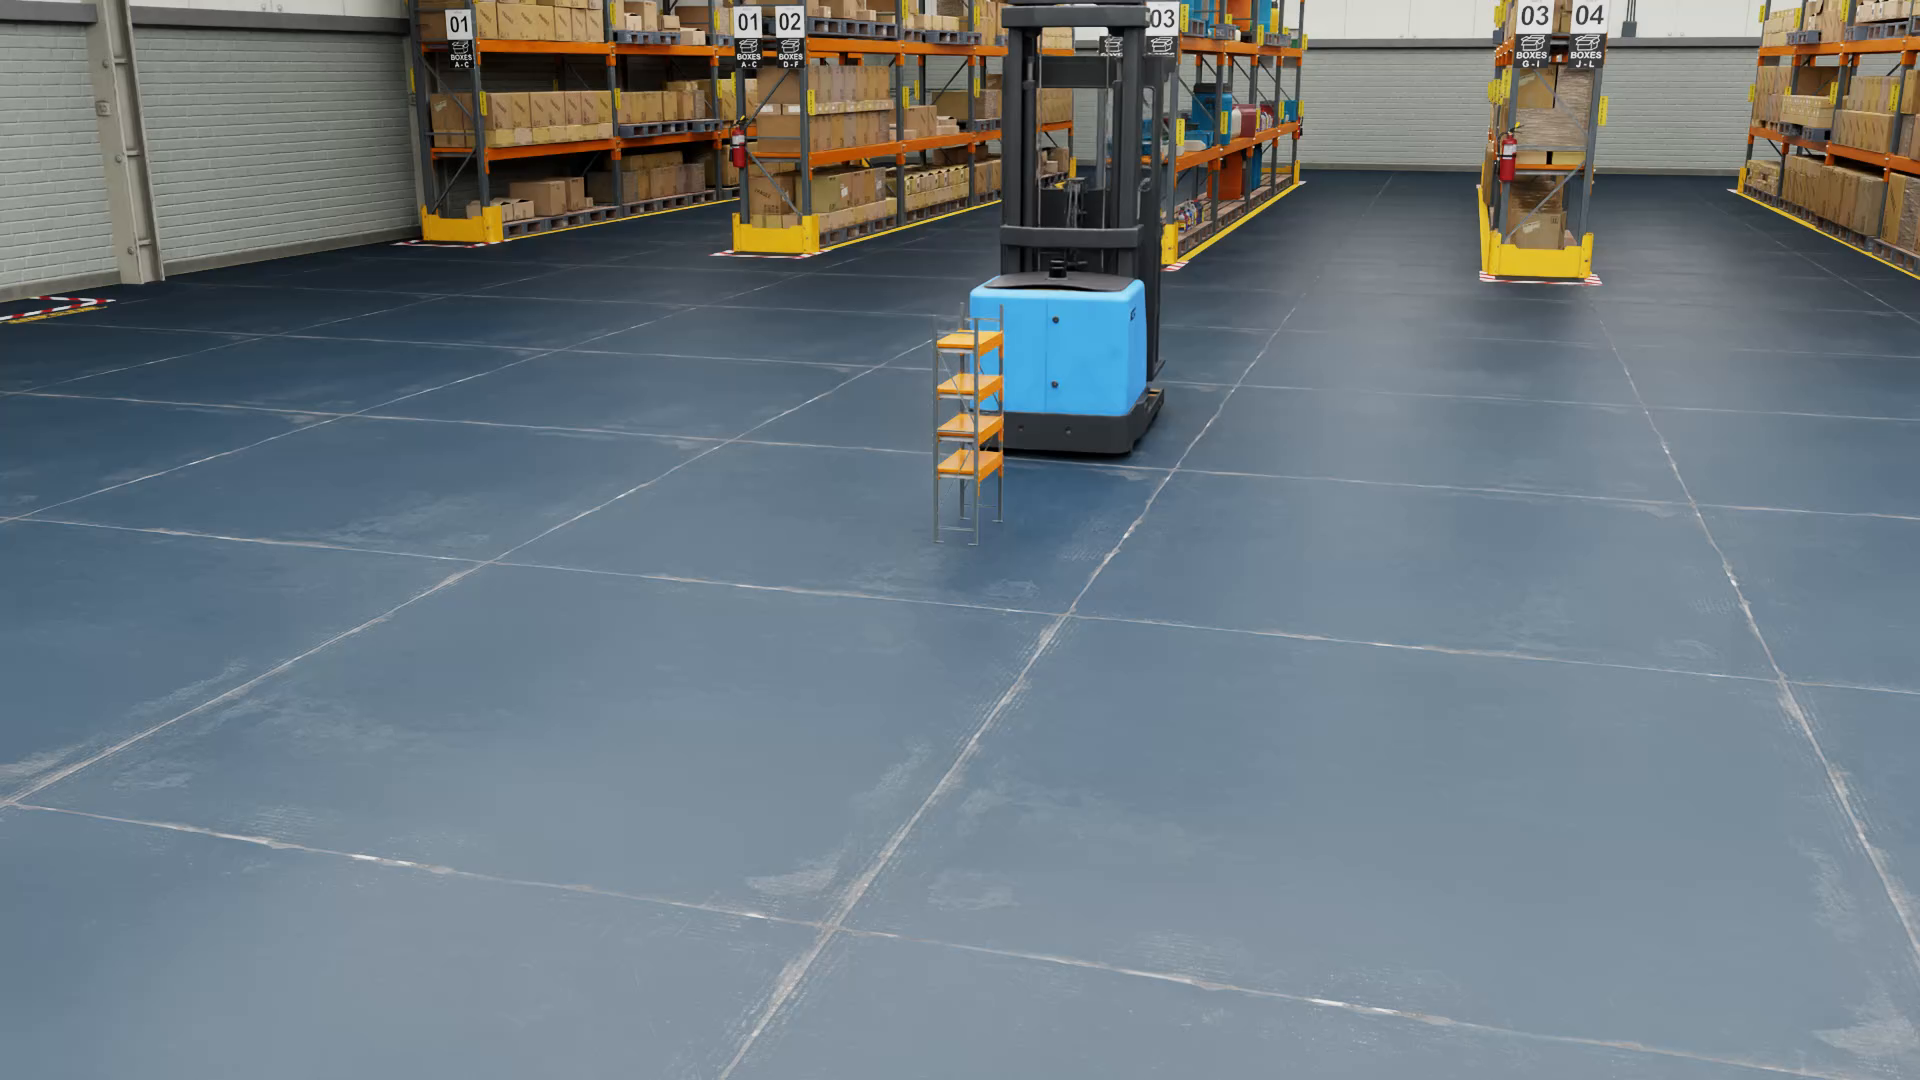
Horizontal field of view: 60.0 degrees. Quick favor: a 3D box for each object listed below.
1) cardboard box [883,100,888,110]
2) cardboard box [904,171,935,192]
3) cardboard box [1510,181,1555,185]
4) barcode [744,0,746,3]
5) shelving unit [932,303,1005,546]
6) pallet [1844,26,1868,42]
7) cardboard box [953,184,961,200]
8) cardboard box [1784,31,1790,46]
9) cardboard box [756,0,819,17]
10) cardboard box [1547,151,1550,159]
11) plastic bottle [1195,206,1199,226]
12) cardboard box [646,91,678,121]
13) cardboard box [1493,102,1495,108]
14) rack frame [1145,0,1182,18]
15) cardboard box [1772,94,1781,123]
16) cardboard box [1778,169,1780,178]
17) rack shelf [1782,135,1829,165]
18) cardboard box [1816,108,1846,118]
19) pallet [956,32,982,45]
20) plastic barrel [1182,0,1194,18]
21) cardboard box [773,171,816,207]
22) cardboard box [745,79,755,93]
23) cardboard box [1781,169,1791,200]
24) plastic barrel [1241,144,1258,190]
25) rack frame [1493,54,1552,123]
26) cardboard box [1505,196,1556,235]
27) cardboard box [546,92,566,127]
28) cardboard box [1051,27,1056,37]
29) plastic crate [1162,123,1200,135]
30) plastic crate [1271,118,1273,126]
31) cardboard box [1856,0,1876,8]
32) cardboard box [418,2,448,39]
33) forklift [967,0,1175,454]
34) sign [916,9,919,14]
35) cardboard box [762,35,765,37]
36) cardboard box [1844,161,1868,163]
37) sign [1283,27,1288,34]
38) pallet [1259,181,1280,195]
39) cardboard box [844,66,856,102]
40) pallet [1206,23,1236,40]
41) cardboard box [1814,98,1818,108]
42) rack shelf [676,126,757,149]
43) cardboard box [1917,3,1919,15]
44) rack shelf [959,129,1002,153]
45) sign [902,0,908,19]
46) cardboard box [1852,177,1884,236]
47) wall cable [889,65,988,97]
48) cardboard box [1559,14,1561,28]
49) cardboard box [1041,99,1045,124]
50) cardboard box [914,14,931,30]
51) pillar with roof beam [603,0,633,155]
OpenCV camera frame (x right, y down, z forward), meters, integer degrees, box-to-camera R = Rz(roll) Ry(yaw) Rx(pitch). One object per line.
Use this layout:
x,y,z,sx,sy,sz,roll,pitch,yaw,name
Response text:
-1.318,-6.666,25.462,0.380,0.149,0.250,4,16,15,cardboard box
-0.724,-5.962,27.594,0.500,0.311,0.500,4,16,14,cardboard box
8.789,-5.273,25.697,0.700,0.500,0.500,6,17,21,cardboard box
-2.887,-7.250,22.333,0.001,0.075,0.075,5,16,16,barcode
0.047,-0.621,8.818,0.258,1.200,0.503,5,16,16,shelving unit
13.854,-7.504,24.638,1.213,0.211,1.003,5,17,18,pallet
-0.296,-6.092,29.080,0.500,0.250,0.500,4,16,15,cardboard box
15.157,-9.021,29.914,0.500,0.250,0.500,5,16,16,cardboard box
-2.343,-7.324,22.441,0.797,0.503,0.637,6,17,20,cardboard box
7.645,-4.905,21.087,0.380,0.149,0.250,5,16,16,cardboard box
3.407,-4.691,24.043,0.061,0.283,0.133,6,17,20,plastic bottle
-5.444,-7.696,29.476,0.700,0.500,0.500,5,16,16,cardboard box
10.271,-8.355,31.143,0.500,0.500,0.500,5,17,17,cardboard box
2.238,-7.913,20.235,1.000,3.000,0.127,5,16,16,rack frame
15.138,-7.846,30.267,0.500,0.500,0.500,4,16,14,cardboard box
14.975,-6.601,29.969,0.380,0.149,0.250,5,17,17,cardboard box
14.555,-6.502,27.573,1.077,0.370,4.000,5,16,16,rack shelf
13.690,-6.713,26.146,0.380,0.149,0.250,5,17,17,cardboard box
-0.344,-8.672,28.757,1.213,0.211,1.003,5,17,18,pallet
2.989,-7.707,23.320,0.600,0.901,0.708,5,16,16,plastic barrel
-2.373,-5.078,24.130,0.500,0.500,0.500,5,16,16,cardboard box
-4.321,-8.820,32.289,0.500,0.250,0.500,5,17,16,cardboard box
14.659,-6.198,28.994,0.500,0.500,0.500,5,17,18,cardboard box
5.276,-7.032,31.201,0.600,0.901,0.708,5,16,16,plastic barrel
10.396,-7.782,30.768,1.000,3.000,0.127,5,16,16,rack frame
7.815,-4.436,22.785,0.500,0.500,0.500,11,19,33,cardboard box
-6.399,-6.594,25.443,0.500,0.500,0.500,5,17,18,cardboard box
1.712,-10.662,34.785,0.500,0.250,0.500,5,16,16,cardboard box
3.104,-5.916,24.304,0.767,0.338,0.504,5,16,16,plastic crate
5.917,-8.179,32.541,0.396,0.136,0.243,5,16,16,plastic crate
13.852,-8.310,25.546,0.396,0.266,0.258,5,16,16,cardboard box
-7.385,-7.424,23.791,0.500,0.500,0.500,6,17,20,cardboard box
0.878,-2.315,11.620,1.130,2.935,3.031,4,16,13,forklift
-0.757,-9.239,29.461,0.100,0.325,0.005,5,16,16,sign
-4.302,-10.265,33.035,0.700,0.500,0.500,4,16,15,cardboard box
14.559,-5.979,26.849,0.500,0.250,0.500,4,16,15,cardboard box
6.175,-9.570,31.560,0.100,0.325,0.005,5,16,16,sign
5.819,-7.020,33.192,1.003,0.211,1.213,5,16,16,pallet
-1.922,-6.620,24.111,0.700,0.500,0.500,5,16,16,cardboard box
3.263,-7.229,23.668,1.213,0.211,1.003,5,16,16,pallet
13.760,-6.921,26.334,0.380,0.149,0.250,4,16,15,cardboard box
-4.419,-8.065,33.085,1.077,0.370,4.000,5,16,16,rack shelf
12.349,-6.713,21.012,0.380,0.149,0.250,5,17,16,cardboard box
0.331,-7.682,31.734,1.077,0.370,4.000,5,16,16,rack shelf
-0.841,-8.145,25.460,0.100,0.325,0.005,5,16,16,sign
12.940,-4.567,22.787,1.050,0.750,0.750,5,16,16,cardboard box
-0.764,-12.825,43.245,3.097,2.526,0.112,5,16,16,wall cable
7.512,-6.255,20.162,0.500,0.250,0.500,4,16,15,cardboard box
1.448,-8.846,34.335,0.500,0.500,0.500,5,17,17,cardboard box
-0.772,-8.527,27.402,0.500,0.250,0.500,3,16,11,cardboard box
-2.059,-10.167,28.183,9.100,9.000,0.400,5,16,16,pillar with roof beam
